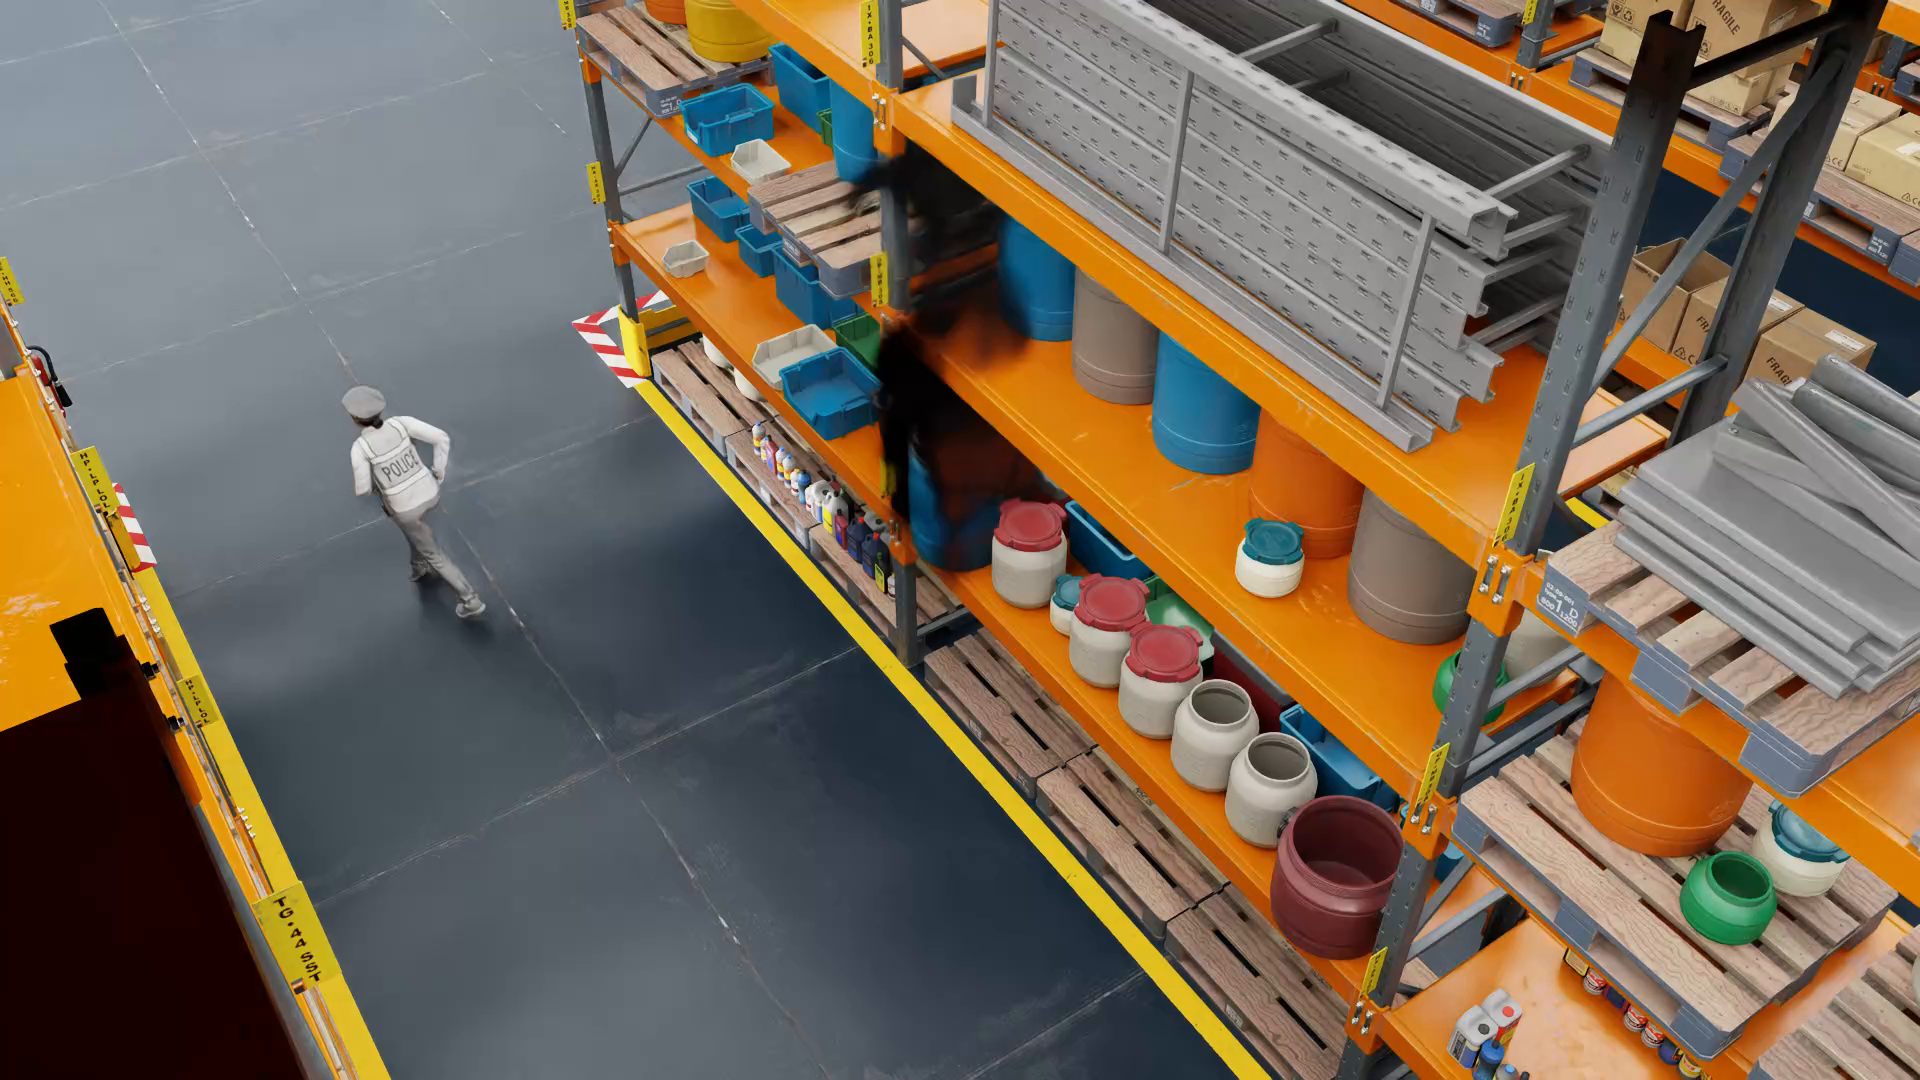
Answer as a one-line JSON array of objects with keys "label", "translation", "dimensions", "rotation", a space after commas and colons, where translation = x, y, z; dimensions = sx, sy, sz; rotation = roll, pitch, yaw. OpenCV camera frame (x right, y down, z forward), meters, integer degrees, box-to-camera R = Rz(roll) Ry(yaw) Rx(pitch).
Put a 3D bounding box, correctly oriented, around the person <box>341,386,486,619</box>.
[{"label": "person", "translation": [-3.491, -0.180, 10.792], "dimensions": [0.900, 1.683, 0.631], "rotation": [26, 49, 26]}]
